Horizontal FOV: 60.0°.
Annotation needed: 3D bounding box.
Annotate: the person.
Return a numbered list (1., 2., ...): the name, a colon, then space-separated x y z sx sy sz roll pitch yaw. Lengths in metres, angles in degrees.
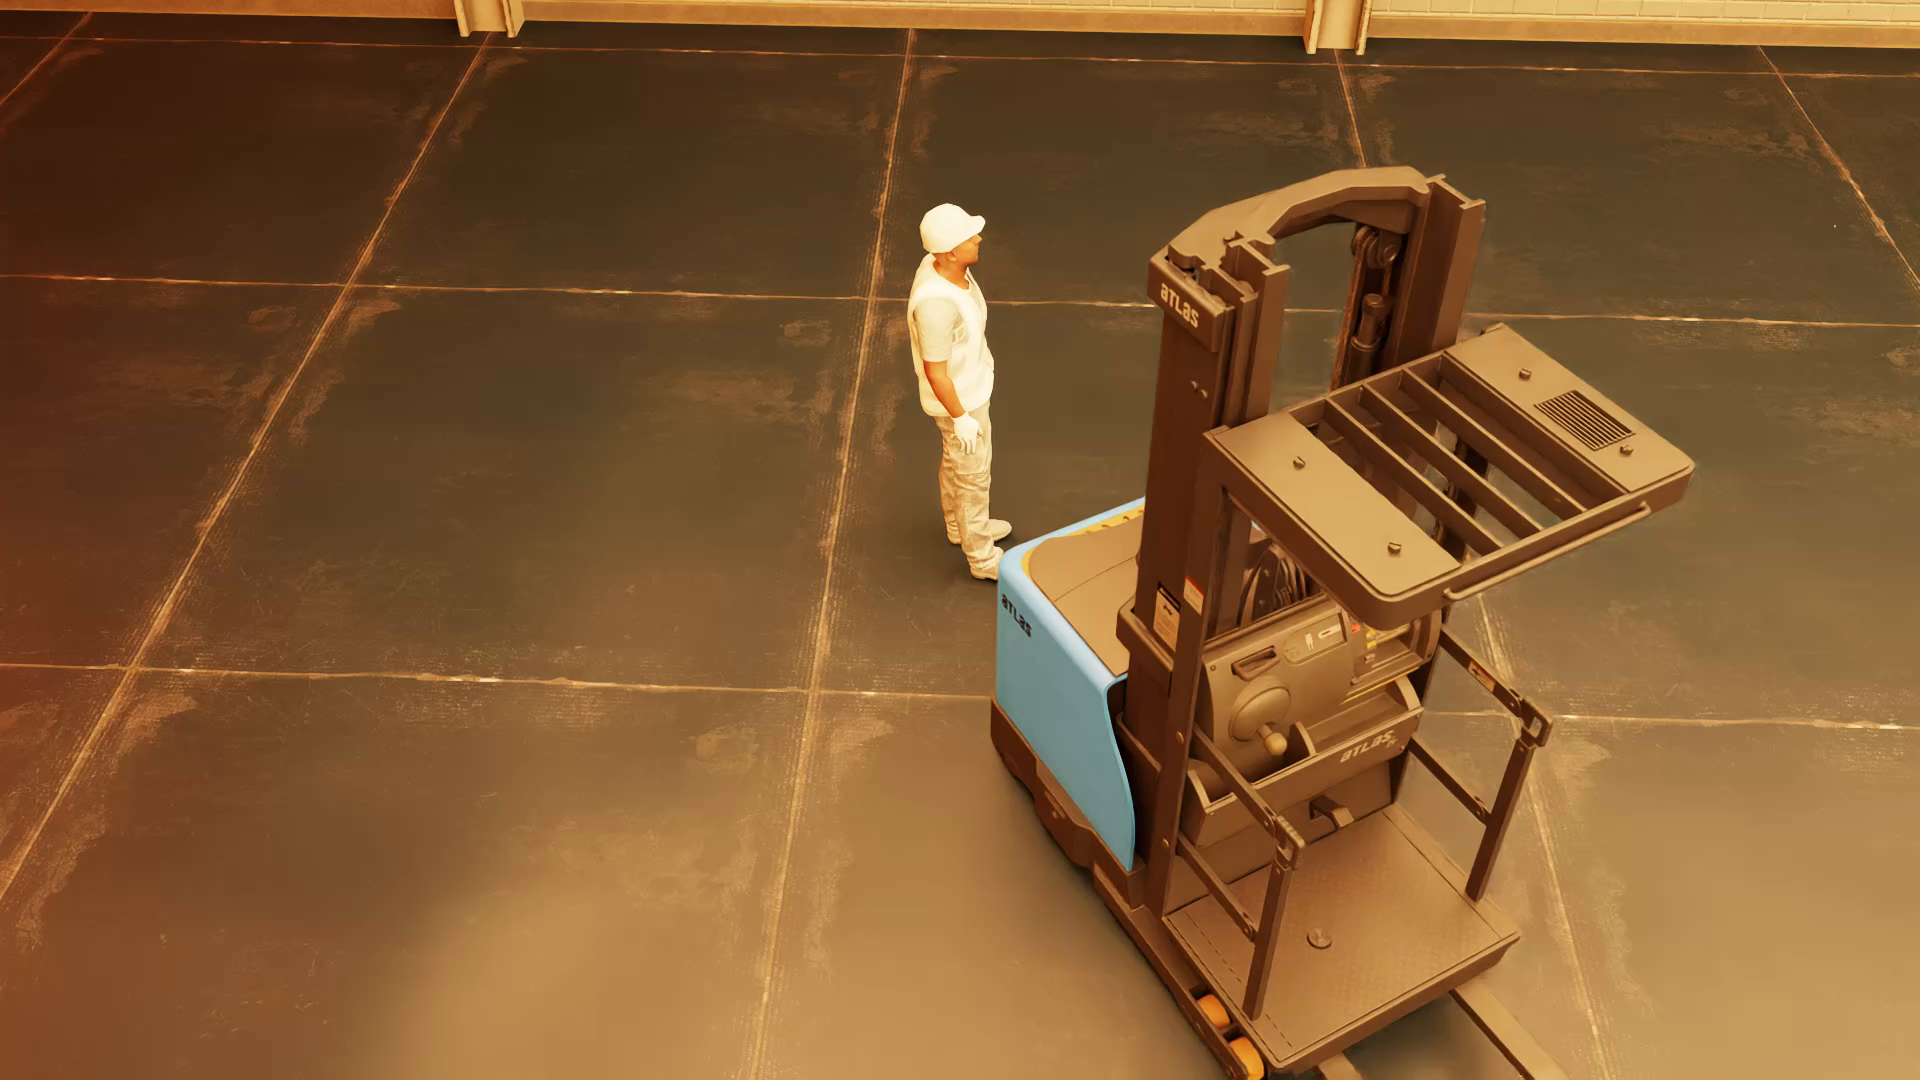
1. person: 0.071 -0.642 7.314 0.577 1.745 0.656 2 42 2

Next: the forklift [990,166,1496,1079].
1. forklift: 1.286 0.467 5.230 1.130 2.935 3.031 -21 46 -21
